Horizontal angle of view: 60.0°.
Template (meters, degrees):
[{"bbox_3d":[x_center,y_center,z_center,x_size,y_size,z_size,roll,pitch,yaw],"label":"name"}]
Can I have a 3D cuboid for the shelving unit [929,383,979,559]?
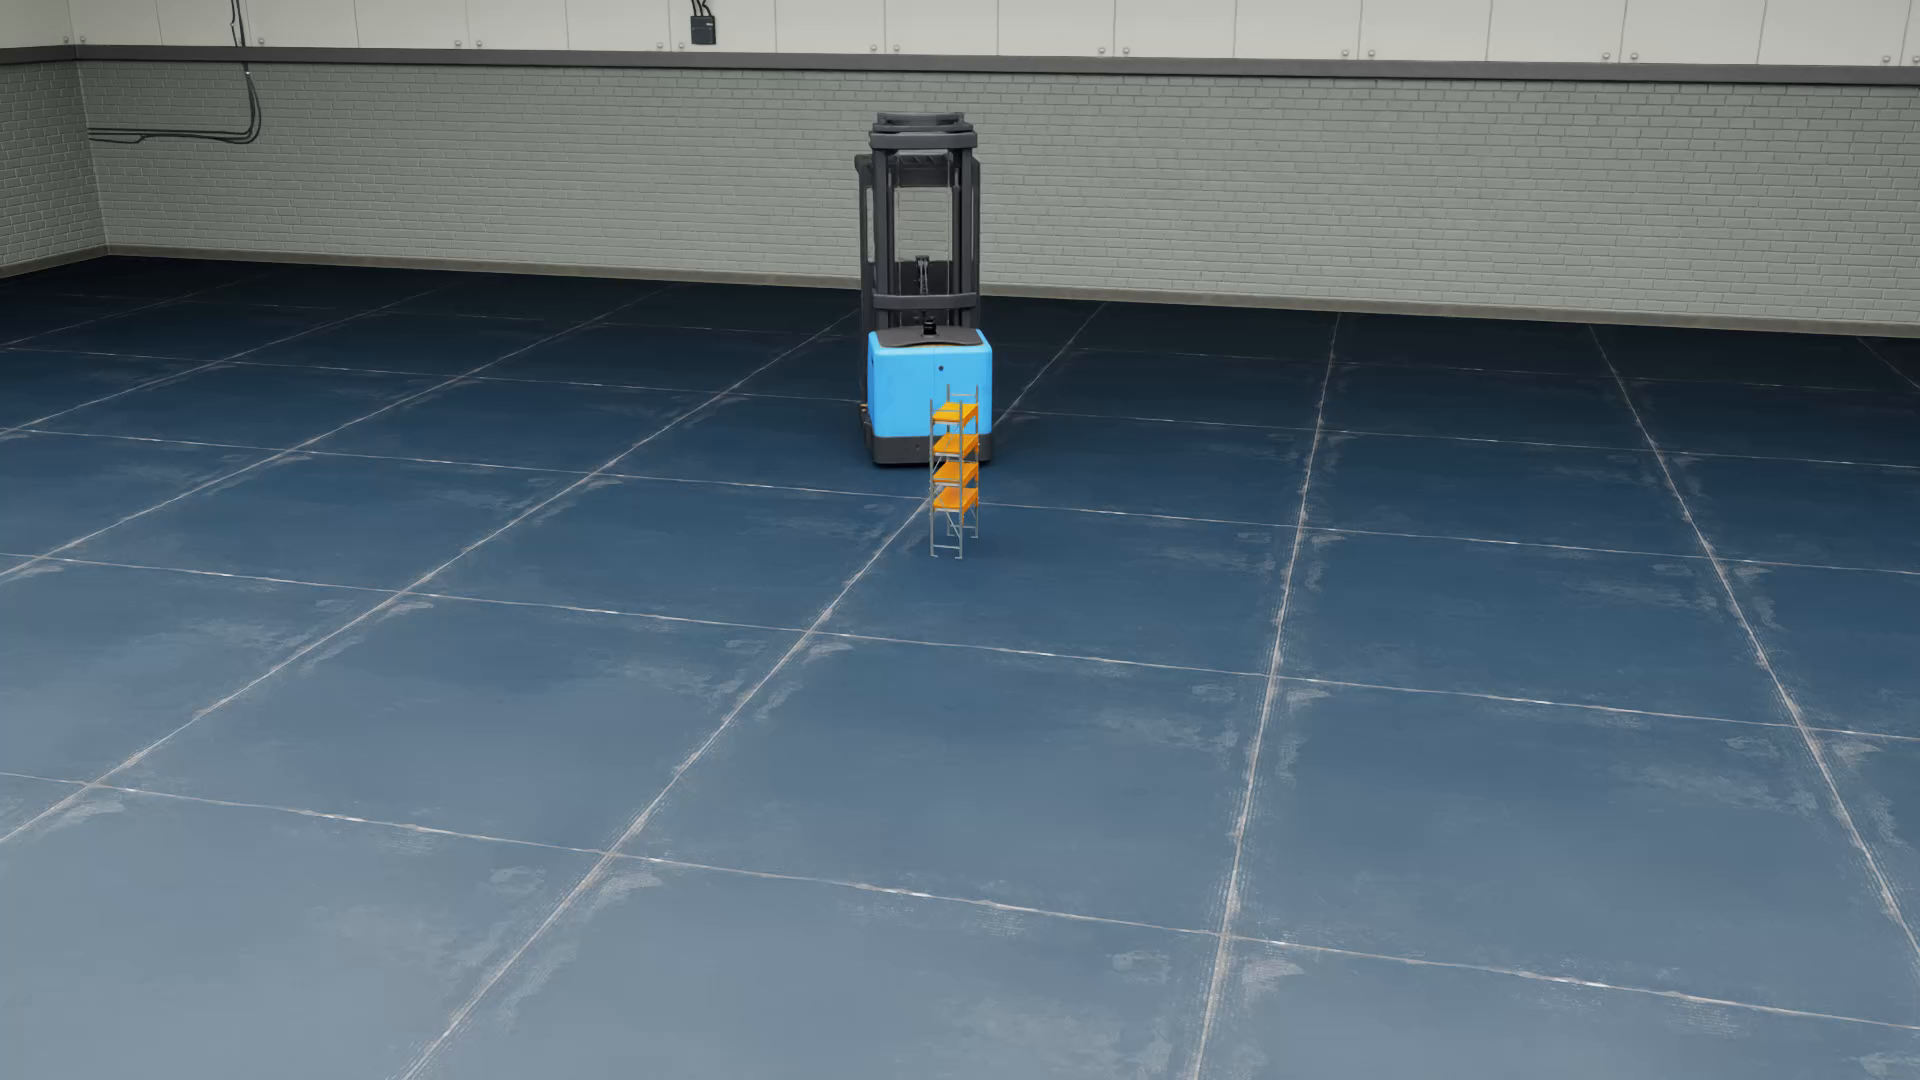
[{"bbox_3d":[-0.040,-0.516,12.342,0.258,1.200,0.503,5,19,13],"label":"shelving unit"}]

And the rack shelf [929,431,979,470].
[{"bbox_3d":[-0.040,-0.664,12.291,0.258,0.148,0.480,5,19,13],"label":"rack shelf"}]

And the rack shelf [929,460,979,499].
[{"bbox_3d":[-0.040,-0.452,12.363,0.258,0.148,0.480,5,19,13],"label":"rack shelf"}]

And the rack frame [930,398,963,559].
[{"bbox_3d":[-0.100,-0.439,12.118,0.240,1.200,0.015,5,19,13],"label":"rack frame"}]

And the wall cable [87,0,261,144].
[{"bbox_3d":[-11.645,-7.037,24.172,3.097,2.526,0.112,5,19,13],"label":"wall cable"}]

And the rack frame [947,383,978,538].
[{"bbox_3d":[0.019,-0.592,12.566,0.240,1.200,0.015,5,19,13],"label":"rack frame"}]

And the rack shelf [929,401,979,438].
[{"bbox_3d":[-0.040,-0.888,12.215,0.258,0.148,0.480,5,19,13],"label":"rack shelf"}]

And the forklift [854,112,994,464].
[{"bbox_3d":[-0.391,-2.478,15.407,1.130,2.935,3.031,-2,19,-6],"label":"forklift"}]

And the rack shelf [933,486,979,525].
[{"bbox_3d":[-0.040,-0.264,12.428,0.258,0.148,0.480,5,19,13],"label":"rack shelf"}]

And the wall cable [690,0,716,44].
[{"bbox_3d":[-2.443,-9.361,20.911,2.305,6.003,0.169,5,19,13],"label":"wall cable"}]
